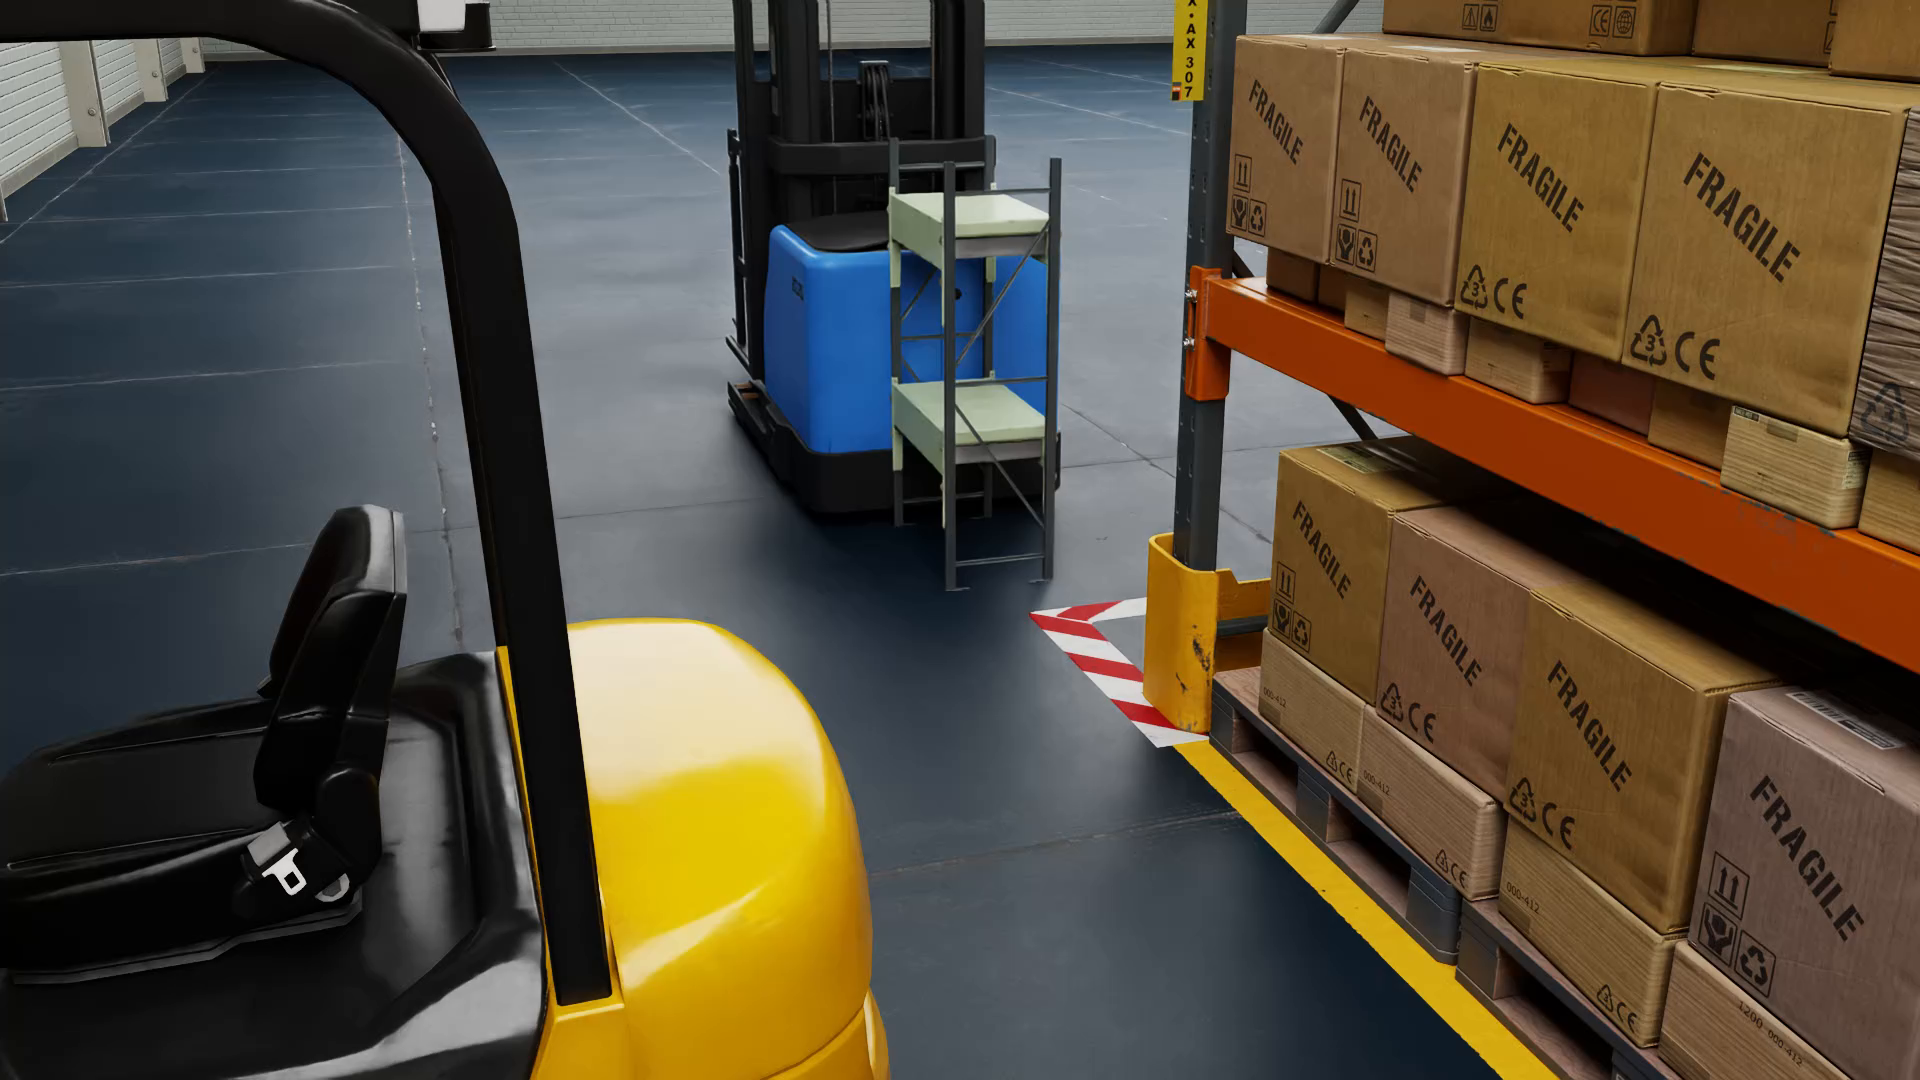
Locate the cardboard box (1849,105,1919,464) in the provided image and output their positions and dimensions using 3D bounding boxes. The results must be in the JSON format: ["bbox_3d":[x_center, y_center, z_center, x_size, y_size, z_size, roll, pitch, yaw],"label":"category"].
[{"bbox_3d":[1.674,-0.334,2.321,0.500,0.500,0.500,-6,21,-16],"label":"cardboard box"}]

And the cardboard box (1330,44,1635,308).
[{"bbox_3d":[1.180,-0.823,3.684,0.500,0.500,0.500,-6,21,-16],"label":"cardboard box"}]

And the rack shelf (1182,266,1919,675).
[{"bbox_3d":[1.757,-0.003,3.053,1.077,0.370,4.000,-6,21,-17],"label":"rack shelf"}]

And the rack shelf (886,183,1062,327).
[{"bbox_3d":[0.037,-1.024,5.895,0.431,0.370,0.720,-6,21,-15],"label":"rack shelf"}]

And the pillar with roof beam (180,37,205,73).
[{"bbox_3d":[-9.562,-13.044,29.420,9.100,9.000,0.400,-6,21,-17],"label":"pillar with roof beam"}]

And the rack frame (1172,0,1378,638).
[{"bbox_3d":[1.128,-0.984,4.718,1.000,3.000,0.127,-6,21,-17],"label":"rack frame"}]

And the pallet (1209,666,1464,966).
[{"bbox_3d":[1.374,0.617,4.385,1.003,0.211,1.213,-6,21,-17],"label":"pallet"}]

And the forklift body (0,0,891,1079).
[{"bbox_3d":[-1.255,0.359,2.235,2.313,2.155,1.214,-6,21,-17],"label":"forklift body"}]

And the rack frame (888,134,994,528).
[{"bbox_3d":[-0.067,-0.776,6.357,0.400,1.500,0.023,-6,21,-15],"label":"rack frame"}]

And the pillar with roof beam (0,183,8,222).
[{"bbox_3d":[-3.904,-7.268,13.338,9.100,9.000,0.400,-6,21,-17],"label":"pillar with roof beam"}]

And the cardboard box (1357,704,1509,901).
[{"bbox_3d":[1.273,0.566,3.851,0.500,0.250,0.500,-6,21,-15],"label":"cardboard box"}]

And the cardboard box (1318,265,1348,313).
[{"bbox_3d":[1.132,-0.655,4.174,0.380,0.149,0.250,-6,21,-16],"label":"cardboard box"}]

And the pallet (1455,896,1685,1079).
[{"bbox_3d":[1.754,1.008,3.297,1.003,0.211,1.213,-6,21,-17],"label":"pallet"}]

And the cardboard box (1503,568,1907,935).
[{"bbox_3d":[1.446,0.385,3.245,0.500,0.500,0.500,-6,21,-16],"label":"cardboard box"}]

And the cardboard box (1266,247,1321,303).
[{"bbox_3d":[1.039,-0.735,4.396,0.380,0.149,0.250,-6,21,-17],"label":"cardboard box"}]

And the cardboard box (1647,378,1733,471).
[{"bbox_3d":[1.482,-0.229,2.989,0.380,0.149,0.250,-7,21,-19],"label":"cardboard box"}]

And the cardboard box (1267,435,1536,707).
[{"bbox_3d":[1.127,0.056,4.161,0.500,0.500,0.500,-7,21,-19],"label":"cardboard box"}]

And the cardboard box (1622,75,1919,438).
[{"bbox_3d":[1.509,-0.498,2.777,0.500,0.500,0.500,-7,21,-18],"label":"cardboard box"}]

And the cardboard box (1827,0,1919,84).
[{"bbox_3d":[1.931,-1.010,2.724,0.700,0.500,0.500,-7,21,-18],"label":"cardboard box"}]

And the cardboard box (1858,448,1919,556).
[{"bbox_3d":[1.621,-0.064,2.528,0.380,0.149,0.250,-7,21,-18],"label":"cardboard box"}]

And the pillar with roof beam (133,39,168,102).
[{"bbox_3d":[-7.676,-11.119,24.059,9.100,9.000,0.400,-6,21,-17],"label":"pillar with roof beam"}]

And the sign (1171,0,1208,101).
[{"bbox_3d":[0.613,-1.333,4.411,0.100,0.325,0.005,-6,21,-17],"label":"sign"}]

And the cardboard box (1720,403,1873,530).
[{"bbox_3d":[1.505,-0.142,2.747,0.380,0.149,0.250,-6,21,-17],"label":"cardboard box"}]

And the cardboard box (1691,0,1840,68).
[{"bbox_3d":[1.906,-1.185,3.210,0.700,0.500,0.500,-7,21,-18],"label":"cardboard box"}]

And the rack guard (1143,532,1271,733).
[{"bbox_3d":[1.152,0.217,5.073,1.175,0.500,0.348,-6,21,-17],"label":"rack guard"}]

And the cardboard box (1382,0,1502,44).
[{"bbox_3d":[1.496,-1.501,4.090,0.700,0.500,0.500,-7,21,-19],"label":"cardboard box"}]

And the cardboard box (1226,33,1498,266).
[{"bbox_3d":[1.014,-0.989,4.146,0.500,0.500,0.500,-7,21,-18],"label":"cardboard box"}]

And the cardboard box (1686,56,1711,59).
[{"bbox_3d":[1.713,-0.865,3.799,0.500,0.500,0.500,-6,21,-17],"label":"cardboard box"}]

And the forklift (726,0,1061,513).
[{"bbox_3d":[-0.498,-1.948,7.504,1.130,2.935,3.031,-6,21,-15],"label":"forklift"}]

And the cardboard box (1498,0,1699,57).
[{"bbox_3d":[1.648,-1.337,3.636,0.700,0.500,0.500,-6,21,-17],"label":"cardboard box"}]

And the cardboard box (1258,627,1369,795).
[{"bbox_3d":[1.119,0.401,4.309,0.500,0.250,0.500,-7,21,-18],"label":"cardboard box"}]

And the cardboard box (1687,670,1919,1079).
[{"bbox_3d":[1.622,0.555,2.770,0.500,0.500,0.500,-5,20,-14],"label":"cardboard box"}]

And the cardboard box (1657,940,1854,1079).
[{"bbox_3d":[1.612,0.902,2.915,0.500,0.250,0.500,-6,21,-16],"label":"cardboard box"}]

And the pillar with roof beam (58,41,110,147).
[{"bbox_3d":[-5.790,-9.193,18.699,9.100,9.000,0.400,-6,21,-17],"label":"pillar with roof beam"}]

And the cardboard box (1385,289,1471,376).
[{"bbox_3d":[1.174,-0.475,3.673,0.380,0.149,0.250,-6,21,-16],"label":"cardboard box"}]

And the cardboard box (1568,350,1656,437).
[{"bbox_3d":[1.427,-0.317,3.233,0.380,0.149,0.250,-6,21,-15],"label":"cardboard box"}]

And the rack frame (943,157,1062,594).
[{"bbox_3d":[0.141,-0.538,5.697,0.400,1.500,0.023,-6,21,-15],"label":"rack frame"}]

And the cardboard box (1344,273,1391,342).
[{"bbox_3d":[1.138,-0.561,3.913,0.380,0.149,0.250,-7,21,-19],"label":"cardboard box"}]

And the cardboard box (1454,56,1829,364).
[{"bbox_3d":[1.341,-0.660,3.229,0.500,0.500,0.500,-7,21,-18],"label":"cardboard box"}]

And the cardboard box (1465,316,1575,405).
[{"bbox_3d":[1.287,-0.395,3.452,0.380,0.149,0.250,-6,21,-16],"label":"cardboard box"}]

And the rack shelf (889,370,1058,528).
[{"bbox_3d":[0.037,-0.350,6.137,0.431,0.370,0.720,-6,21,-15],"label":"rack shelf"}]

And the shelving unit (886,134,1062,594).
[{"bbox_3d":[0.037,-0.657,6.027,0.431,1.500,0.755,-6,21,-15],"label":"shelving unit"}]

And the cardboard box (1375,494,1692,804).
[{"bbox_3d":[1.296,0.223,3.696,0.500,0.500,0.500,-7,21,-19],"label":"cardboard box"}]

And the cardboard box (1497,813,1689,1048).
[{"bbox_3d":[1.456,0.739,3.367,0.500,0.250,0.500,-5,20,-14],"label":"cardboard box"}]
